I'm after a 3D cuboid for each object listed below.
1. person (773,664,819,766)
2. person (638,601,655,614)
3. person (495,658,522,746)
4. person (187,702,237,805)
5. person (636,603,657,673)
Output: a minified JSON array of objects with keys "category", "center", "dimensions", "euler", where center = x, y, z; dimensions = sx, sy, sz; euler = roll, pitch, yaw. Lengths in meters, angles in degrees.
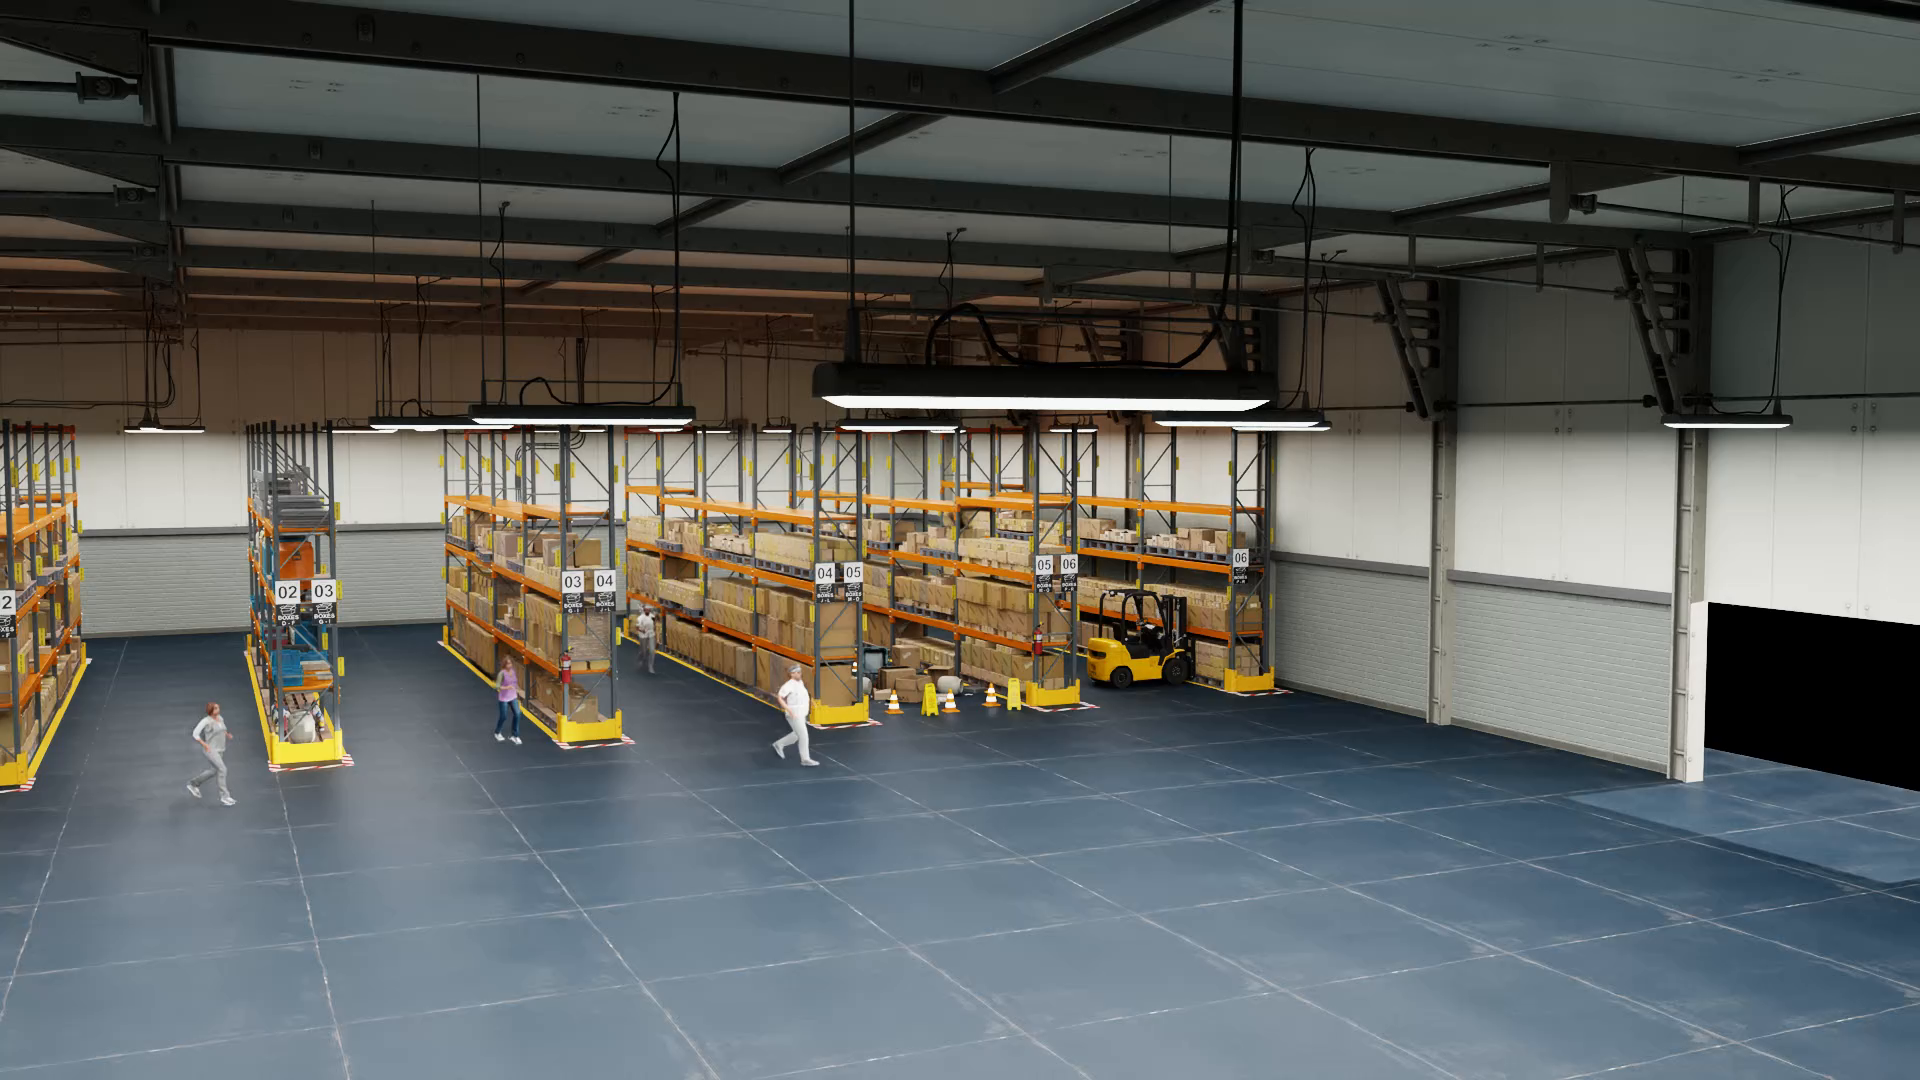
[{"category":"person","center":[-2.878,3.023,28.918],"dimensions":[0.929,1.755,0.675],"euler":[1,4,19]},{"category":"person","center":[-9.242,1.798,49.131],"dimensions":[0.751,1.703,0.760],"euler":[0,4,7]},{"category":"person","center":[-8.406,2.991,30.837],"dimensions":[0.730,1.640,0.529],"euler":[4,5,45]},{"category":"person","center":[-11.651,3.307,25.891],"dimensions":[0.815,1.606,0.526],"euler":[0,4,7]},{"category":"person","center":[-7.614,2.361,40.388],"dimensions":[0.561,1.682,0.835],"euler":[-2,4,-29]}]
